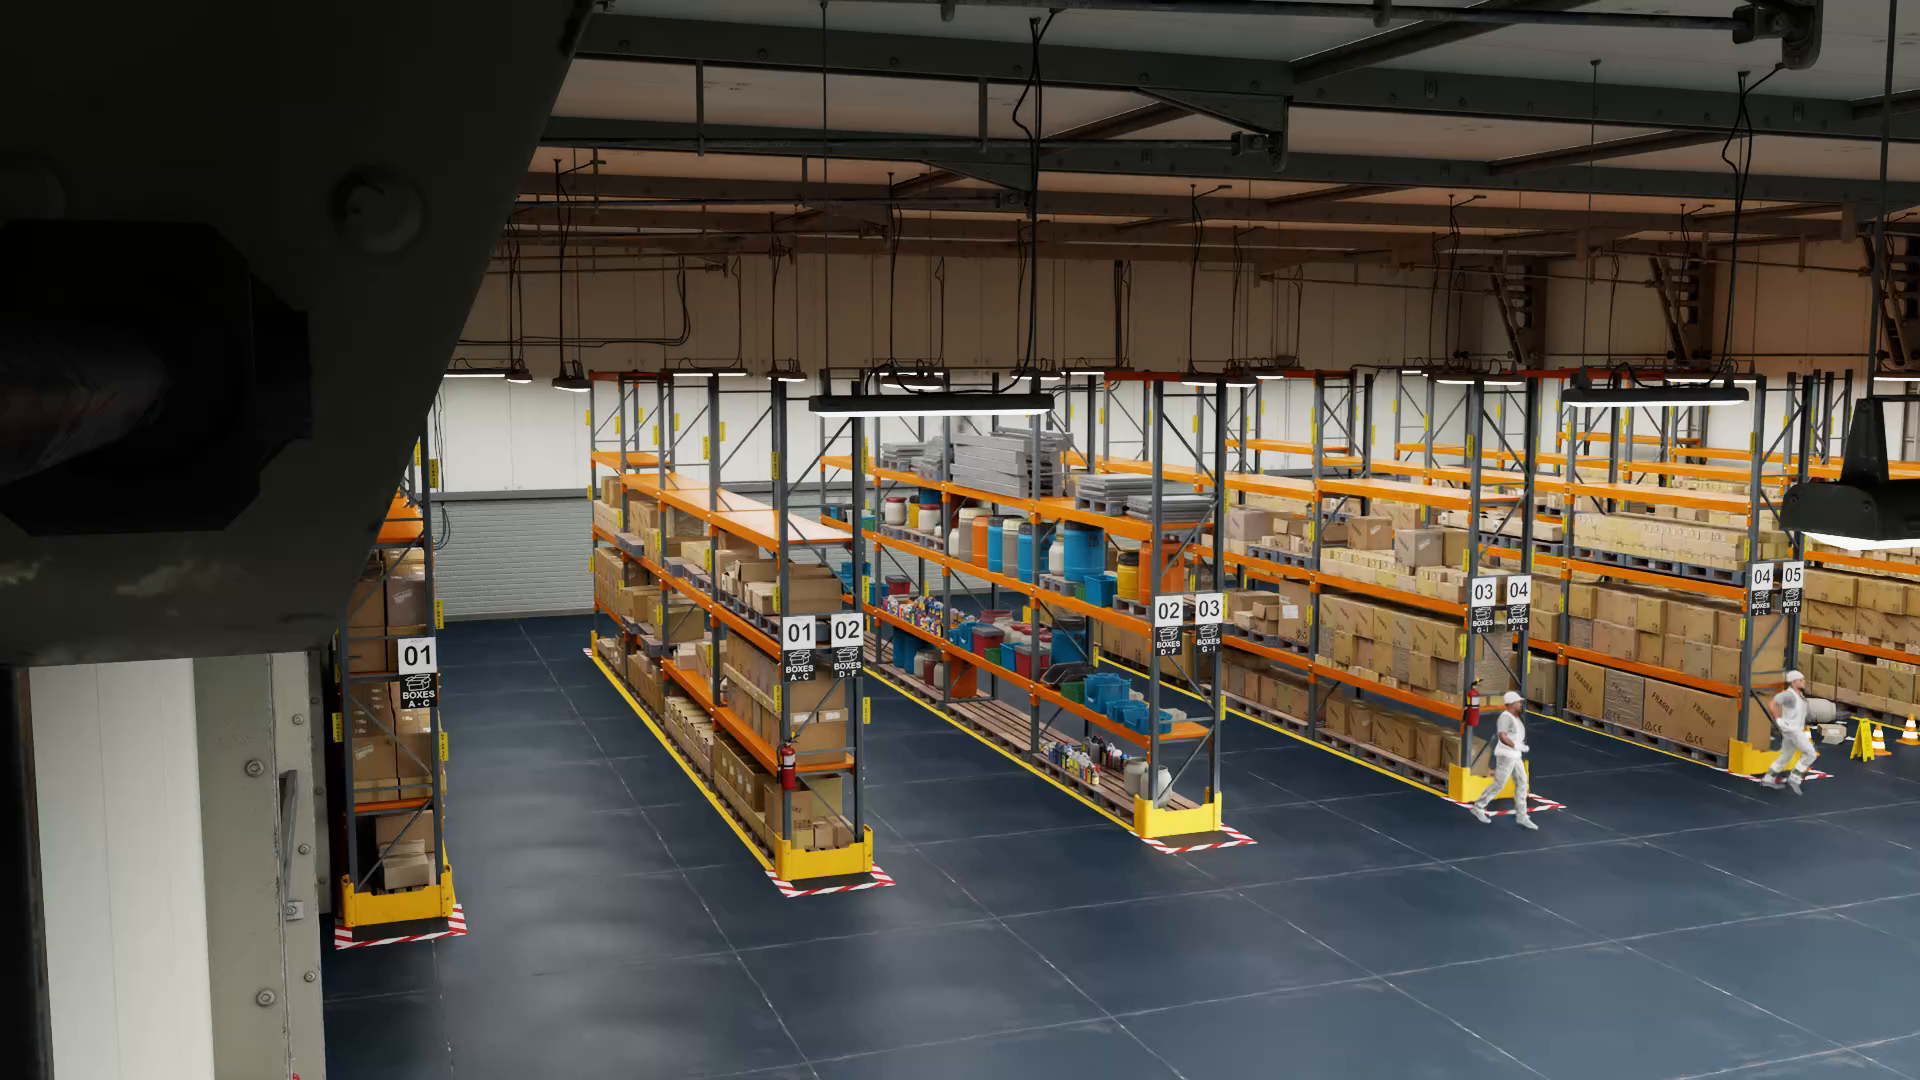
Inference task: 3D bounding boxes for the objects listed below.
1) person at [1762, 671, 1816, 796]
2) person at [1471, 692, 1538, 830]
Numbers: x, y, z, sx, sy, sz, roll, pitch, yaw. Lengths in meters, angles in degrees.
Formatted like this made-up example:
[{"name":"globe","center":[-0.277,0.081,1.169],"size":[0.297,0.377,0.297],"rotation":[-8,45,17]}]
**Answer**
[{"name":"person","center":[12.015,2.777,24.024],"size":[0.692,1.783,0.686],"rotation":[4,8,32]},{"name":"person","center":[7.412,2.937,22.420],"size":[0.866,1.792,0.746],"rotation":[4,7,30]}]
